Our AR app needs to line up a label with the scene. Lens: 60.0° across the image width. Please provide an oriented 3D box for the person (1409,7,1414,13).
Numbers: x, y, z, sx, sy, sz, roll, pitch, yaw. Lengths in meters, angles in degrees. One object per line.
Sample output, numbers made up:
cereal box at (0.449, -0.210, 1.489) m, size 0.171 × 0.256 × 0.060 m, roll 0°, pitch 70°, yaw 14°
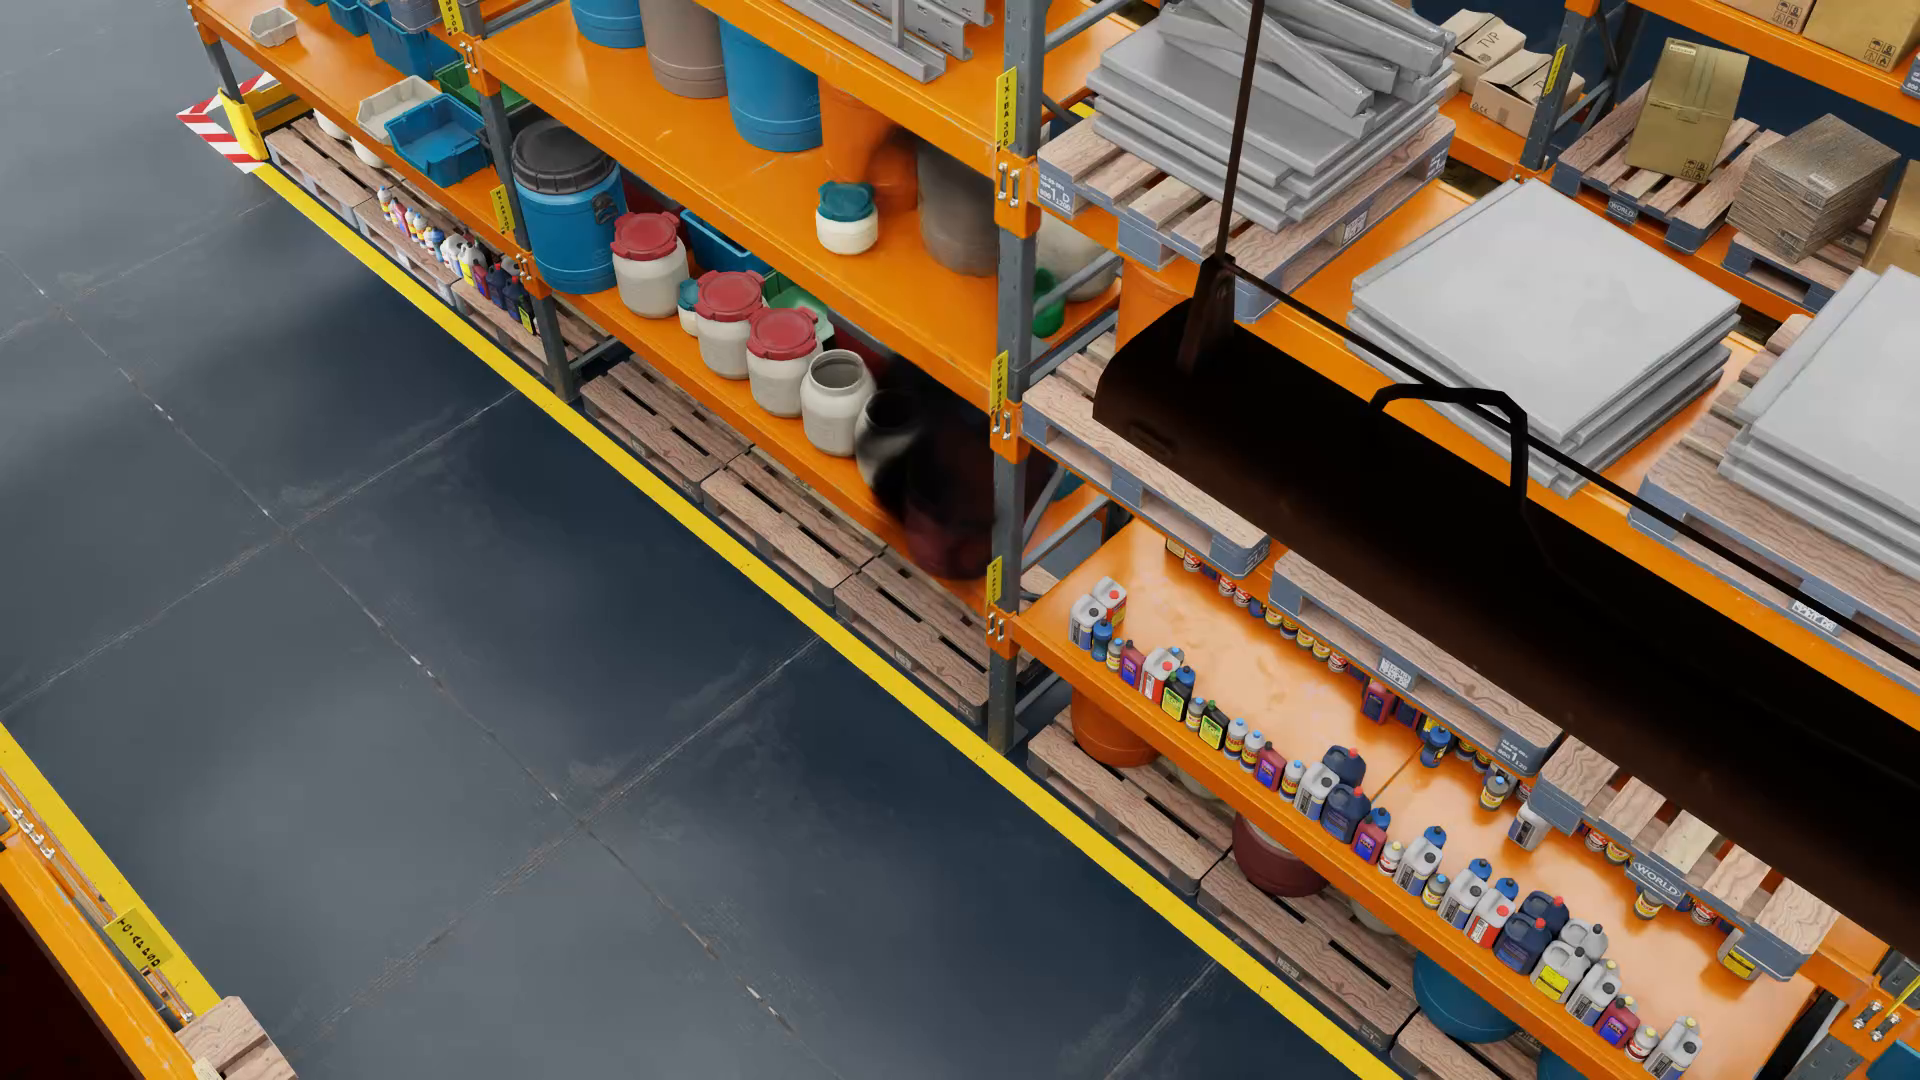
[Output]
person at (3.262, -4.787, 13.281) m, size 1.098 × 1.752 × 0.700 m, roll 35°, pitch 58°, yaw 26°
